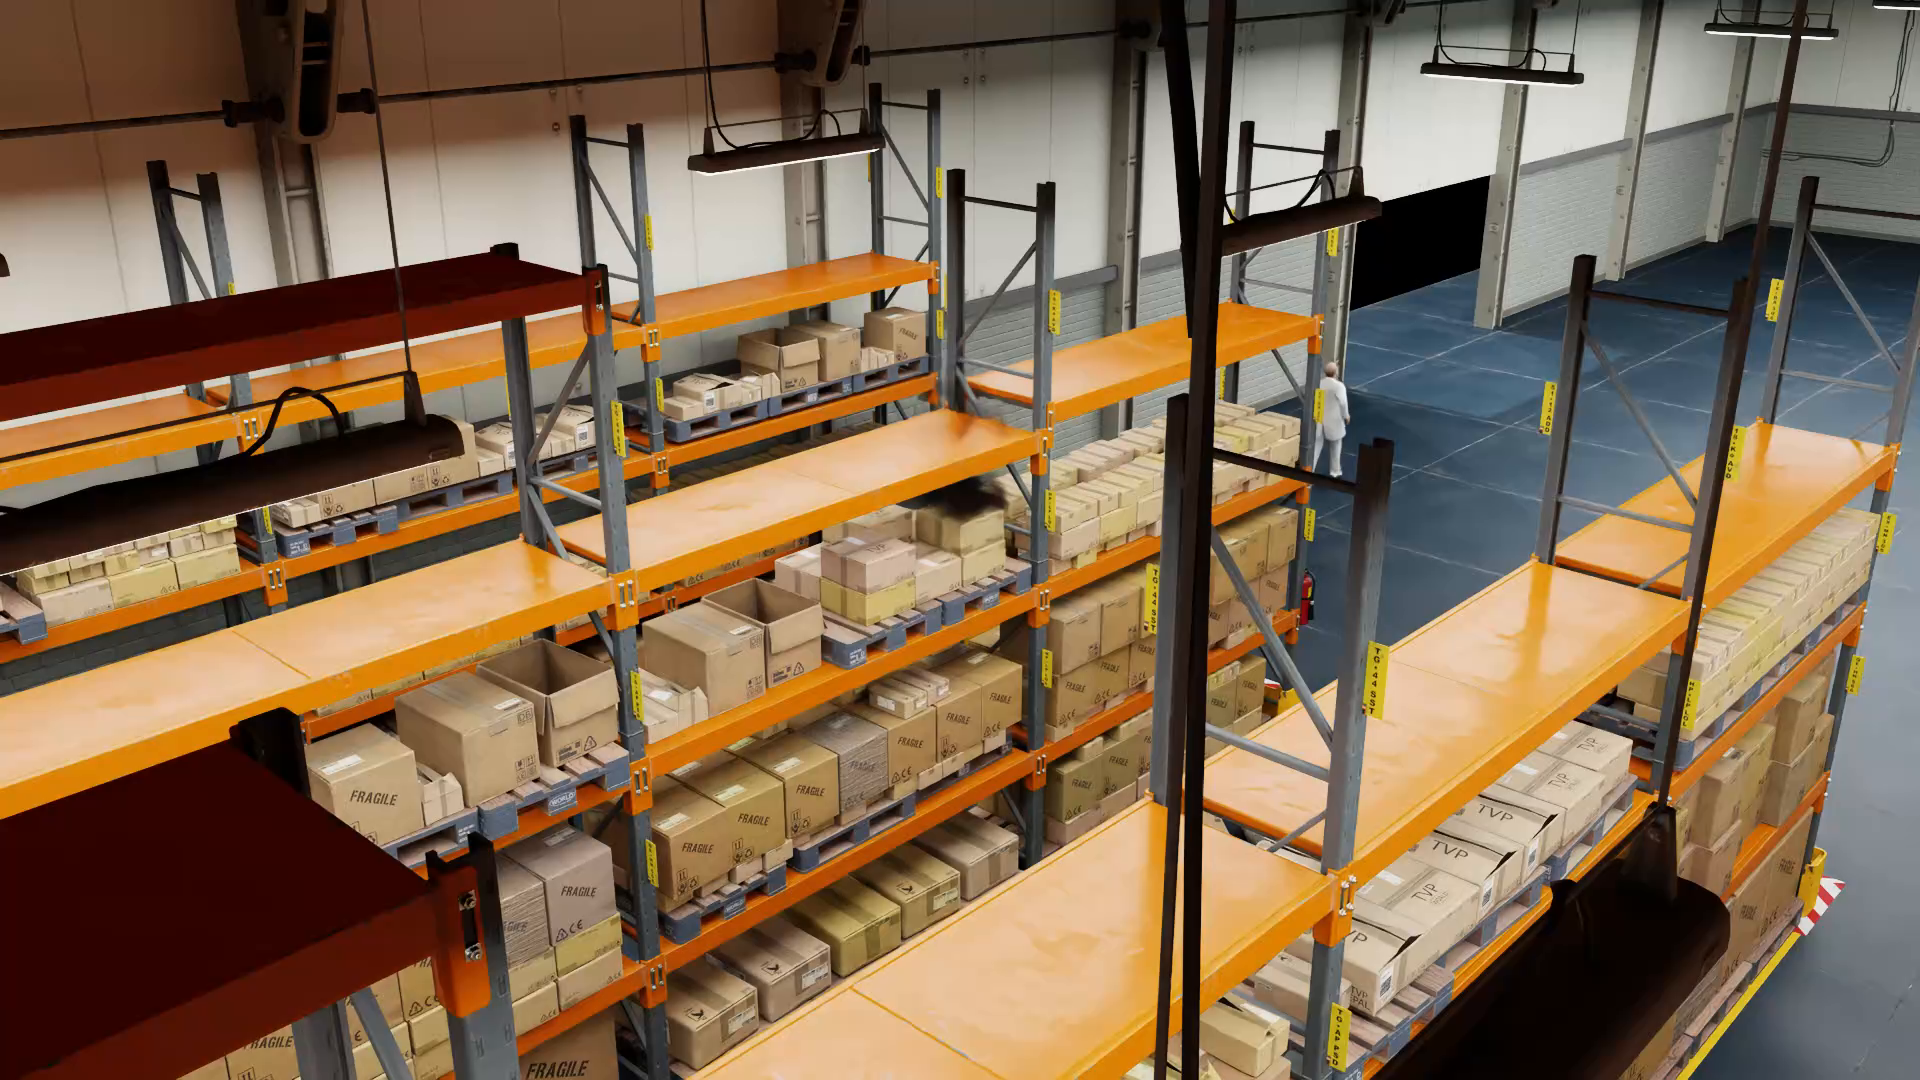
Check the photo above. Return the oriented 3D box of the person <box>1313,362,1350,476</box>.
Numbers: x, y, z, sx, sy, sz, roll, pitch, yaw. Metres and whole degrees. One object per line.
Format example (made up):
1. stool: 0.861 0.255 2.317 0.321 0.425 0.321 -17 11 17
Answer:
1. person: 5.290 -1.701 23.860 0.708 1.776 0.951 14 25 32
